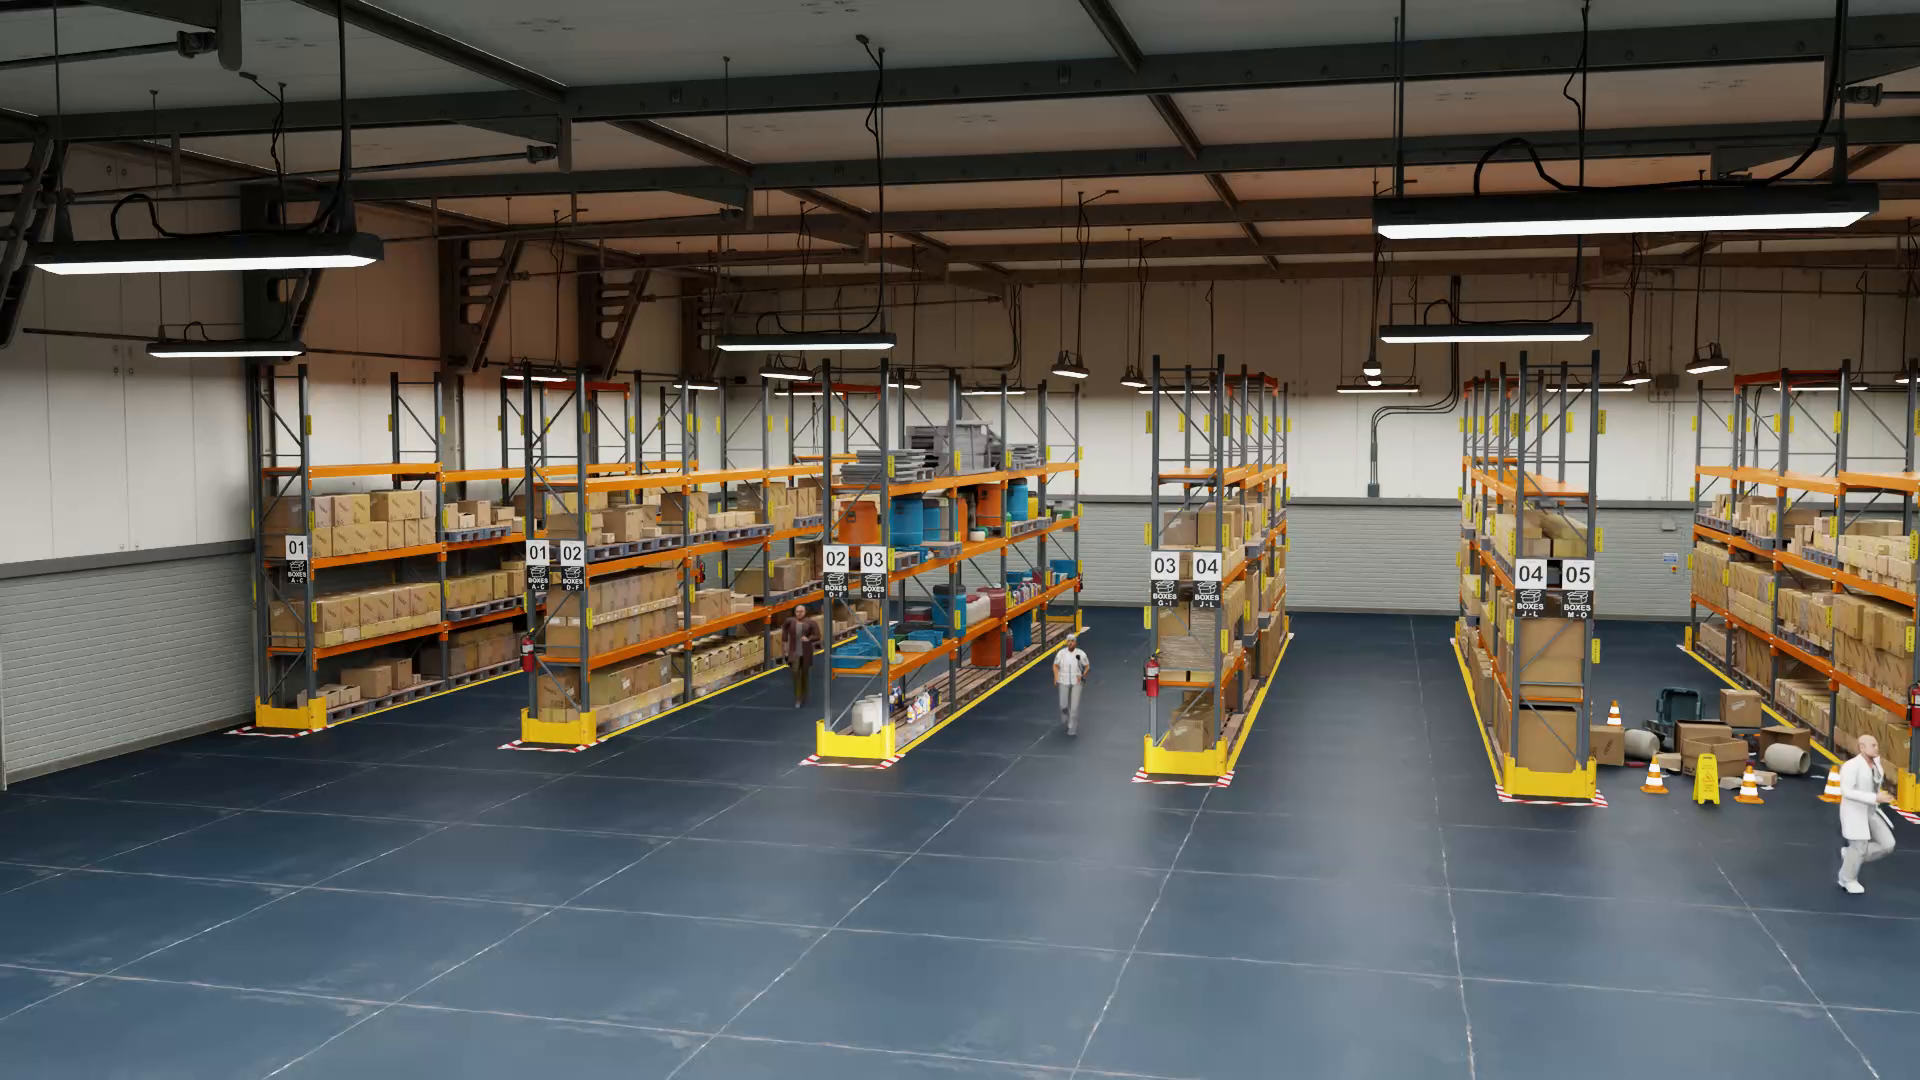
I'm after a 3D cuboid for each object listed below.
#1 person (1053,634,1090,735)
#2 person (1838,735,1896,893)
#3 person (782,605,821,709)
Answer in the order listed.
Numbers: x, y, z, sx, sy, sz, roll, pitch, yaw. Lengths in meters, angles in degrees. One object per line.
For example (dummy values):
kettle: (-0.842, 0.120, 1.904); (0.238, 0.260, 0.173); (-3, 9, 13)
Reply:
person: (1.812, 2.338, 27.086); (0.616, 1.627, 0.550); (1, 4, 8)
person: (9.630, 2.918, 17.645); (0.761, 1.728, 0.724); (-2, 4, -23)
person: (-2.848, 2.065, 29.824); (0.738, 1.826, 1.025); (0, 4, 4)
